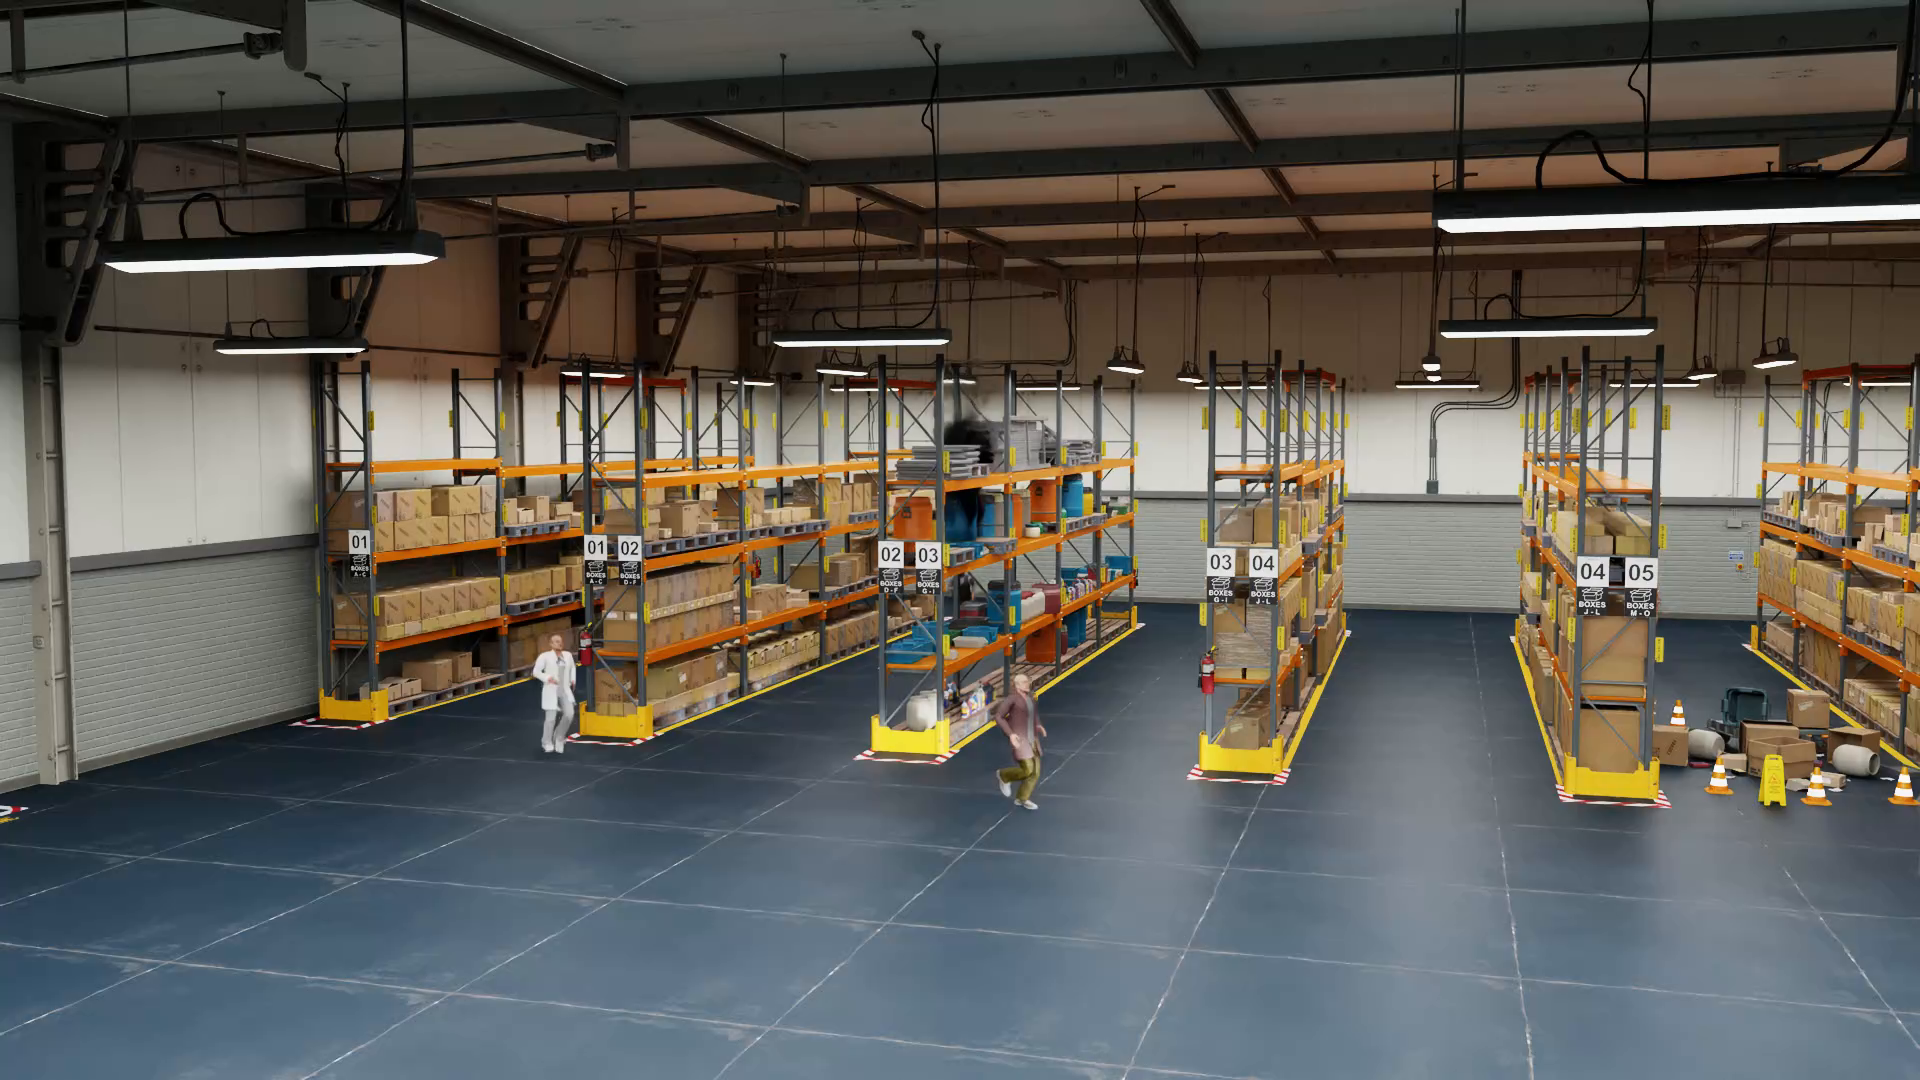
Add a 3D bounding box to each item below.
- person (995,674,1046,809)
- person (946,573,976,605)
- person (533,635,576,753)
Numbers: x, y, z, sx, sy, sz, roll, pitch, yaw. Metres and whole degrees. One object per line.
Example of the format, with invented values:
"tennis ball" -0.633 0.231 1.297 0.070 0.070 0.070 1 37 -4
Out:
"person" 0.793 2.604 21.587 0.640 1.737 0.709 4 6 45
"person" 0.020 1.406 37.891 0.652 1.717 0.969 0 4 5
"person" -6.076 2.427 25.158 0.726 1.581 0.630 -3 5 -34
